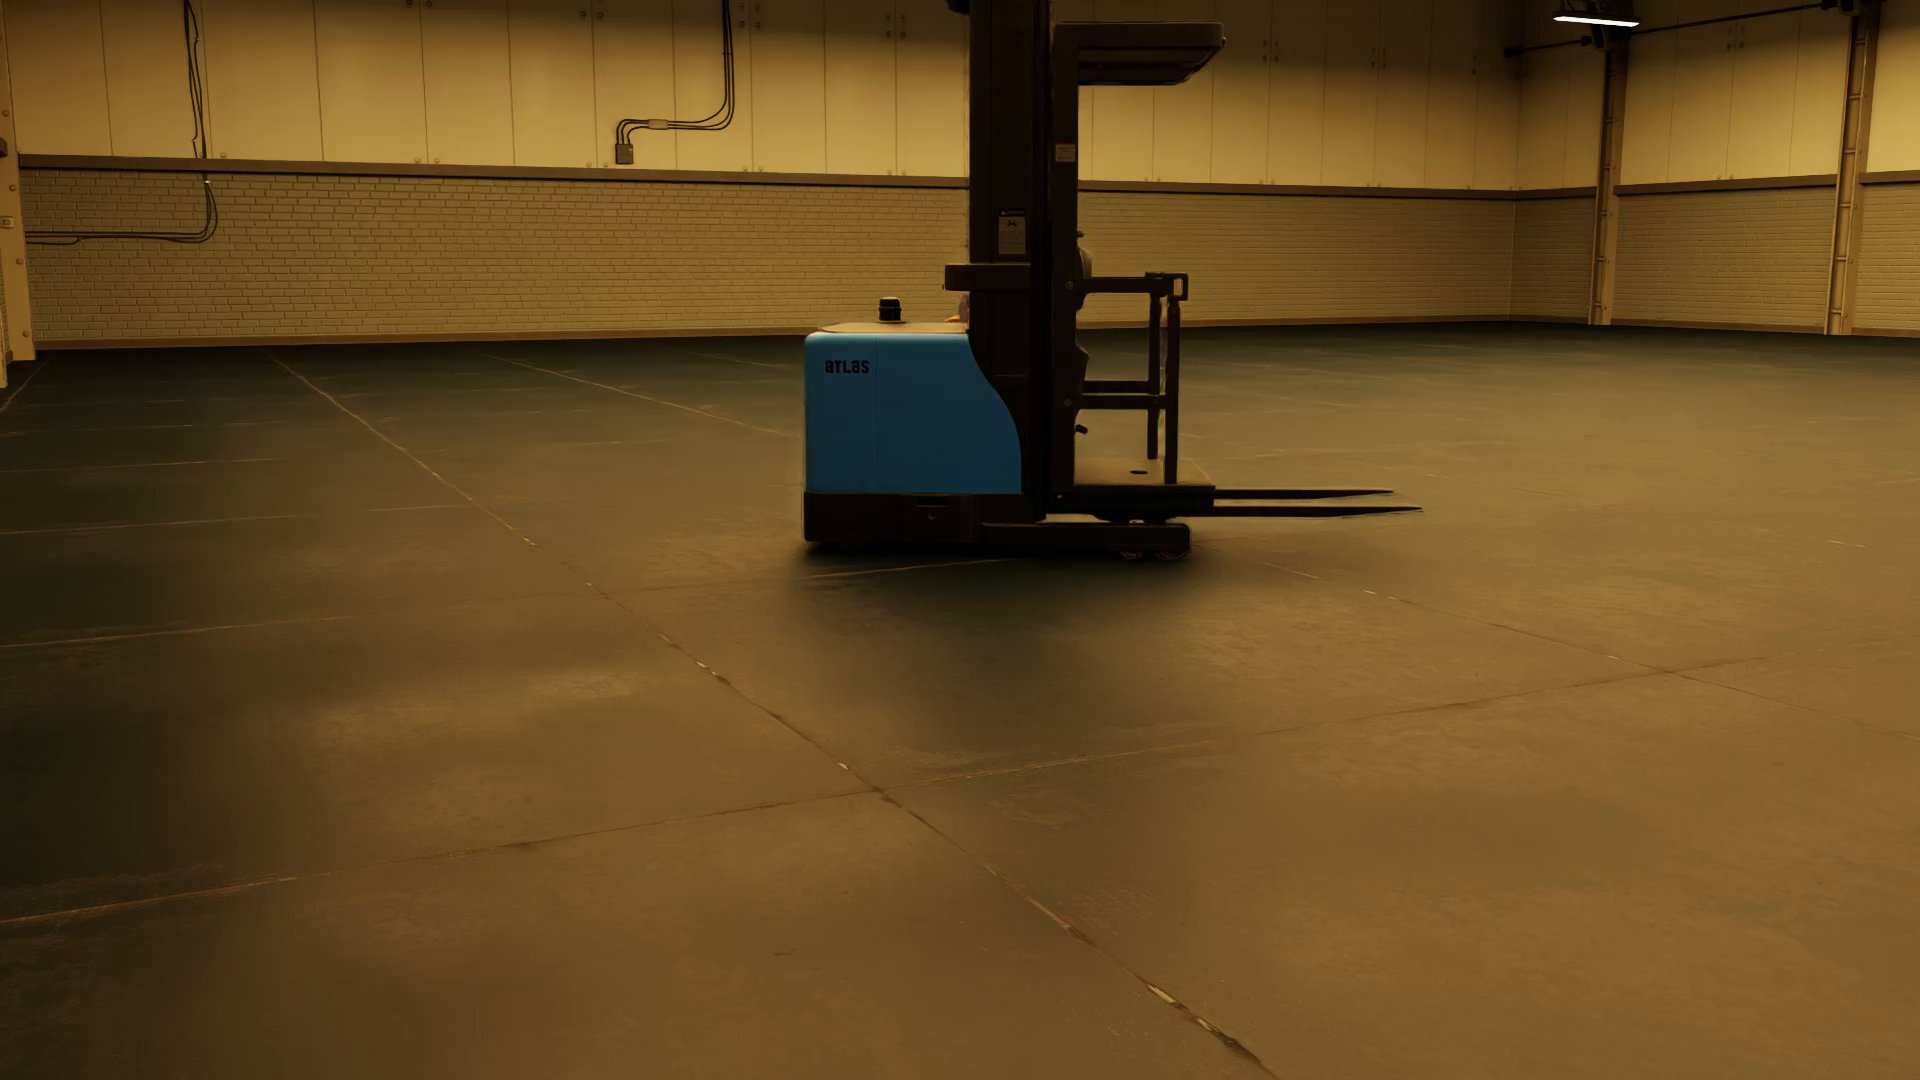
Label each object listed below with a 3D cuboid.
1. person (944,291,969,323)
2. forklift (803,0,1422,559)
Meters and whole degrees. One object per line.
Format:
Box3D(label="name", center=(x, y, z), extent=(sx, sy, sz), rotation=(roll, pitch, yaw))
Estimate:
Box3D(label="person", center=(0.165, -1.149, 10.806), extent=(0.509, 1.574, 0.854), rotation=(-4, 10, -24))
Box3D(label="forklift", center=(0.760, -1.444, 8.308), extent=(3.031, 2.935, 1.130), rotation=(0, 10, 1))
